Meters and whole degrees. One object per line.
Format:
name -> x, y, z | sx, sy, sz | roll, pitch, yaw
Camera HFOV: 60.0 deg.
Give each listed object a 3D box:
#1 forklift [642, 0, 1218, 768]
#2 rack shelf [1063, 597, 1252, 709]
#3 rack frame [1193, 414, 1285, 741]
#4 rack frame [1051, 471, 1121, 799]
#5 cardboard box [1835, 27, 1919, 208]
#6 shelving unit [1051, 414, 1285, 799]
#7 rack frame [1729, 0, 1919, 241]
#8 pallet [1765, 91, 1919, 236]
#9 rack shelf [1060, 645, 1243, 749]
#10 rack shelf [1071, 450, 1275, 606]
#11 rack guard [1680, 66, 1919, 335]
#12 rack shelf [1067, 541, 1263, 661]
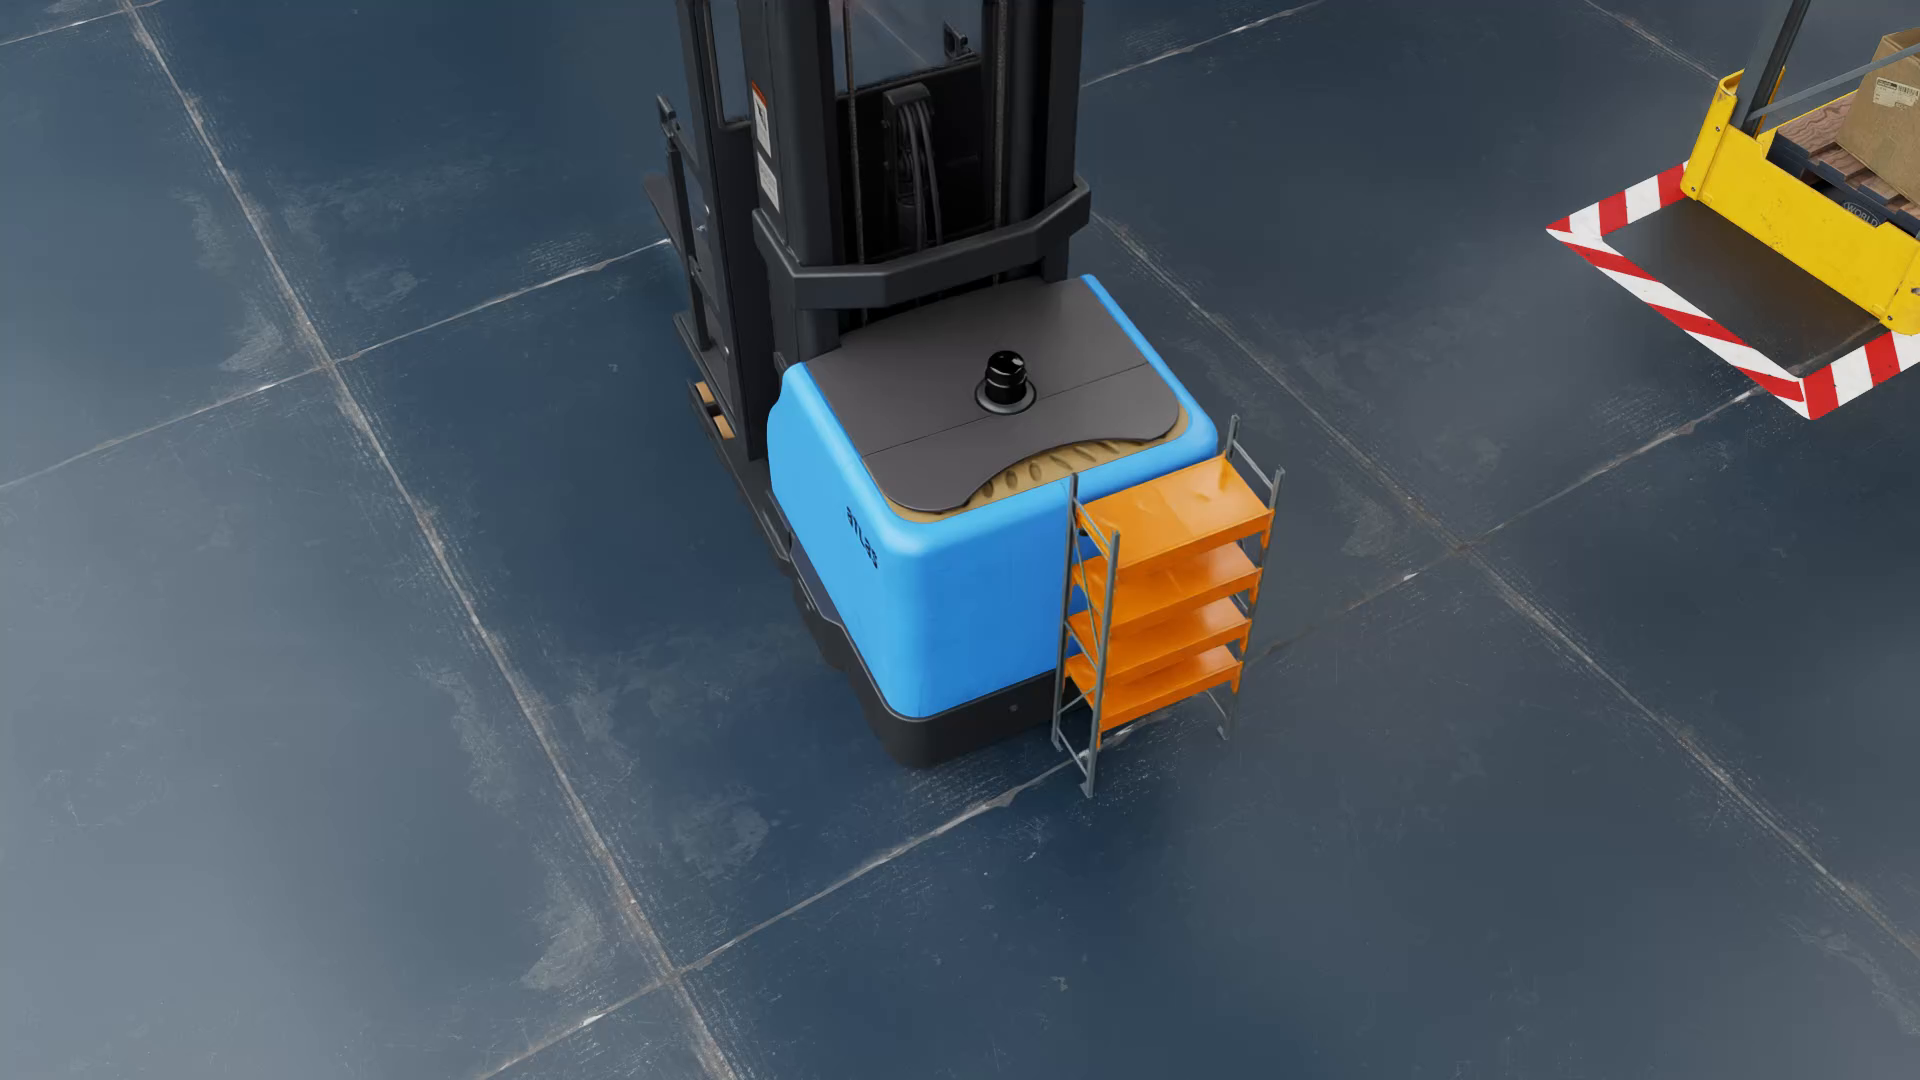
forklift -> -0.348, -1.400, 5.034 | 1.130, 2.935, 3.031 | -19, 51, -16
rack shelf -> 0.563, 0.270, 4.796 | 0.480, 0.148, 0.258 | -20, 51, -17
rack frame -> 0.783, 0.146, 4.817 | 0.015, 1.200, 0.240 | -20, 51, -17
rack frame -> 0.343, 0.304, 4.676 | 0.015, 1.200, 0.240 | -20, 51, -17
cardboard box -> 3.973, -1.727, 6.672 | 0.500, 0.500, 0.500 | -16, 50, -14
shelving unit -> 0.563, 0.225, 4.746 | 0.503, 1.200, 0.258 | -20, 51, -17
rack frame -> 3.436, -2.181, 5.683 | 0.127, 3.000, 1.000 | -25, 53, -21
pallet -> 4.206, -1.585, 7.020 | 1.213, 0.211, 1.003 | -25, 53, -21
rack shelf -> 0.563, 0.402, 4.945 | 0.480, 0.148, 0.258 | -20, 51, -17
rack shelf -> 0.563, -0.036, 4.453 | 0.480, 0.148, 0.258 | -20, 51, -17
rack guard -> 3.501, -1.380, 6.644 | 0.348, 0.500, 1.175 | -25, 53, -21
rack shelf -> 0.563, 0.121, 4.629 | 0.480, 0.148, 0.258 | -20, 51, -17
